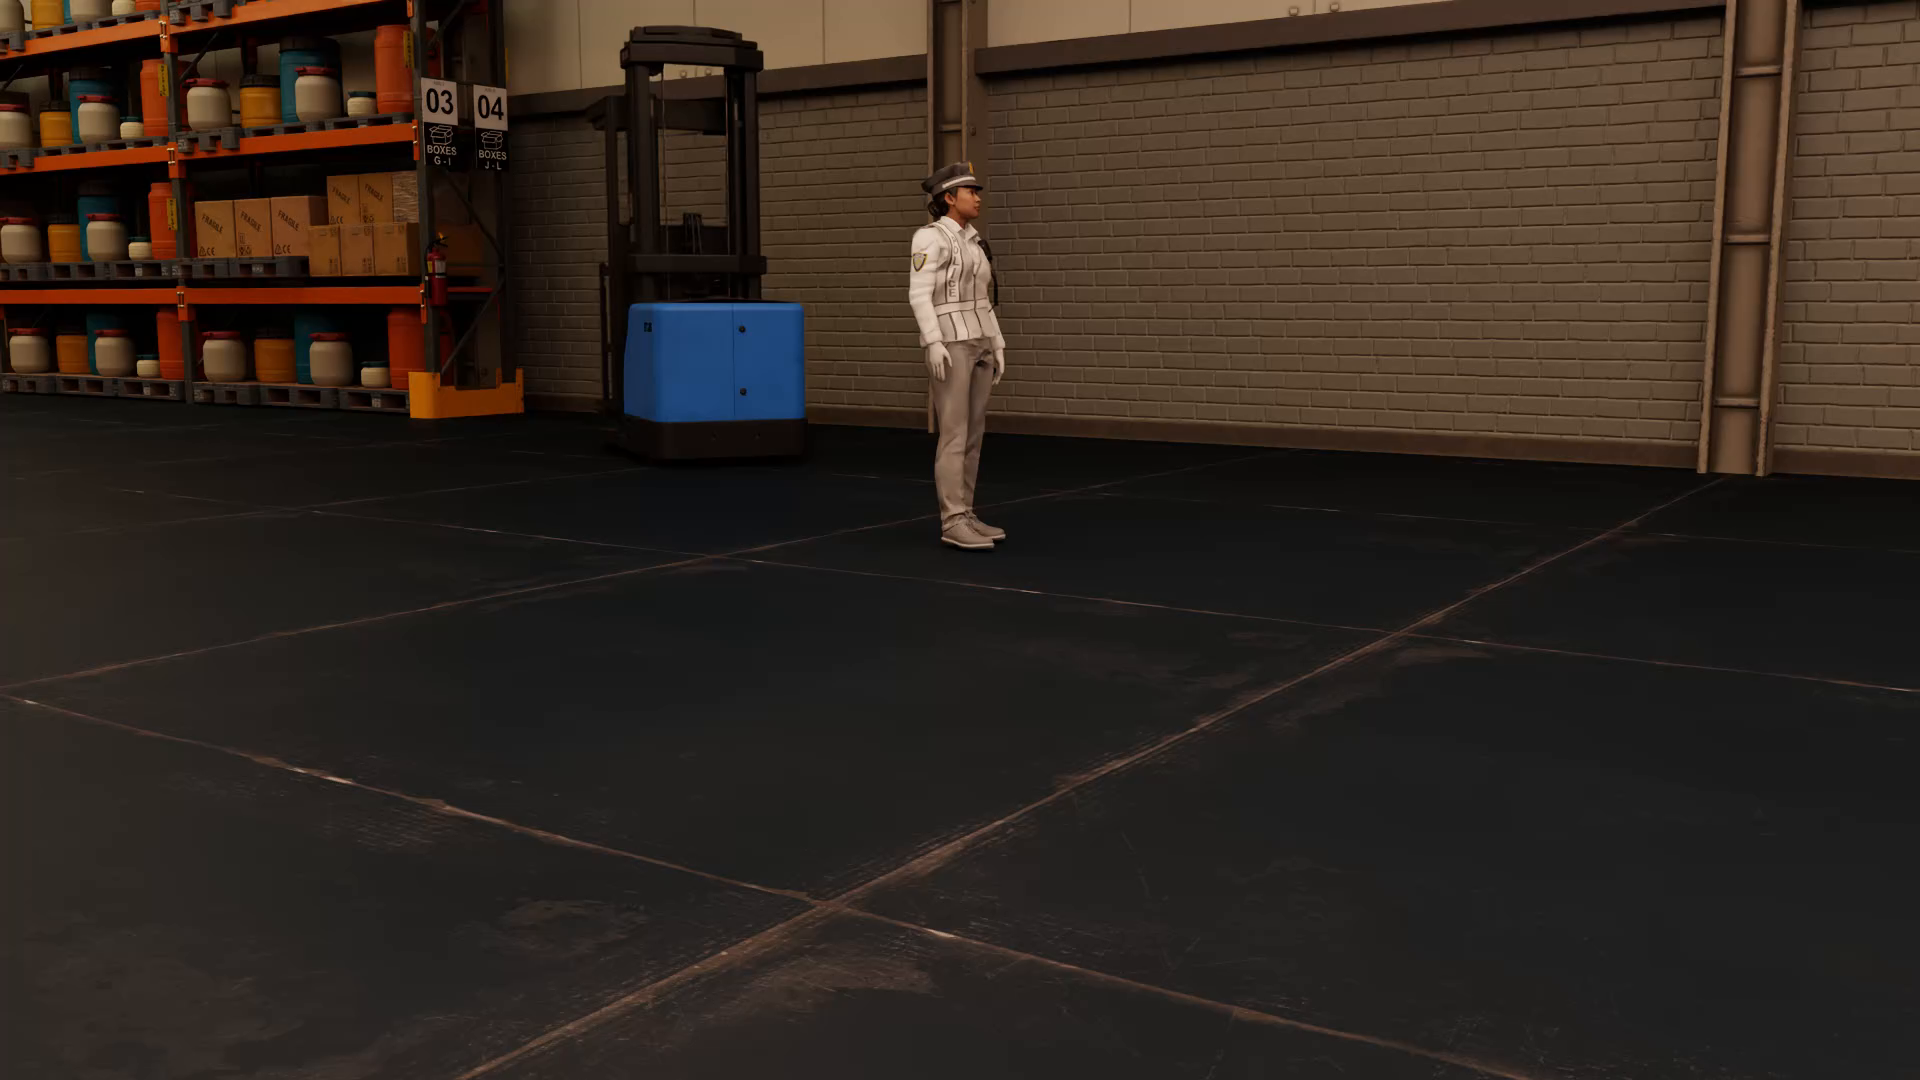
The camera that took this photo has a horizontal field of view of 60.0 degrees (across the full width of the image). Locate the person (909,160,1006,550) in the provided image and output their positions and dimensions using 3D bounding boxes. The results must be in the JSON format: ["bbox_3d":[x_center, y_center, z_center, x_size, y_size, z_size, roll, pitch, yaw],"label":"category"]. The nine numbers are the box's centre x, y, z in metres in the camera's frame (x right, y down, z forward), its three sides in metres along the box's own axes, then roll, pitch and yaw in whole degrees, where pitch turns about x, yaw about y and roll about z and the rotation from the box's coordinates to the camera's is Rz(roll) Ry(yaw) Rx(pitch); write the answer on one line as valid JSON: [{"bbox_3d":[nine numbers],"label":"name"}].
[{"bbox_3d":[0.053,-0.840,7.440,0.531,1.695,0.587,5,10,34],"label":"person"}]

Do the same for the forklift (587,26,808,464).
[{"bbox_3d":[-2.060,-2.120,12.101,1.130,2.935,3.031,-3,9,-23],"label":"forklift"}]
